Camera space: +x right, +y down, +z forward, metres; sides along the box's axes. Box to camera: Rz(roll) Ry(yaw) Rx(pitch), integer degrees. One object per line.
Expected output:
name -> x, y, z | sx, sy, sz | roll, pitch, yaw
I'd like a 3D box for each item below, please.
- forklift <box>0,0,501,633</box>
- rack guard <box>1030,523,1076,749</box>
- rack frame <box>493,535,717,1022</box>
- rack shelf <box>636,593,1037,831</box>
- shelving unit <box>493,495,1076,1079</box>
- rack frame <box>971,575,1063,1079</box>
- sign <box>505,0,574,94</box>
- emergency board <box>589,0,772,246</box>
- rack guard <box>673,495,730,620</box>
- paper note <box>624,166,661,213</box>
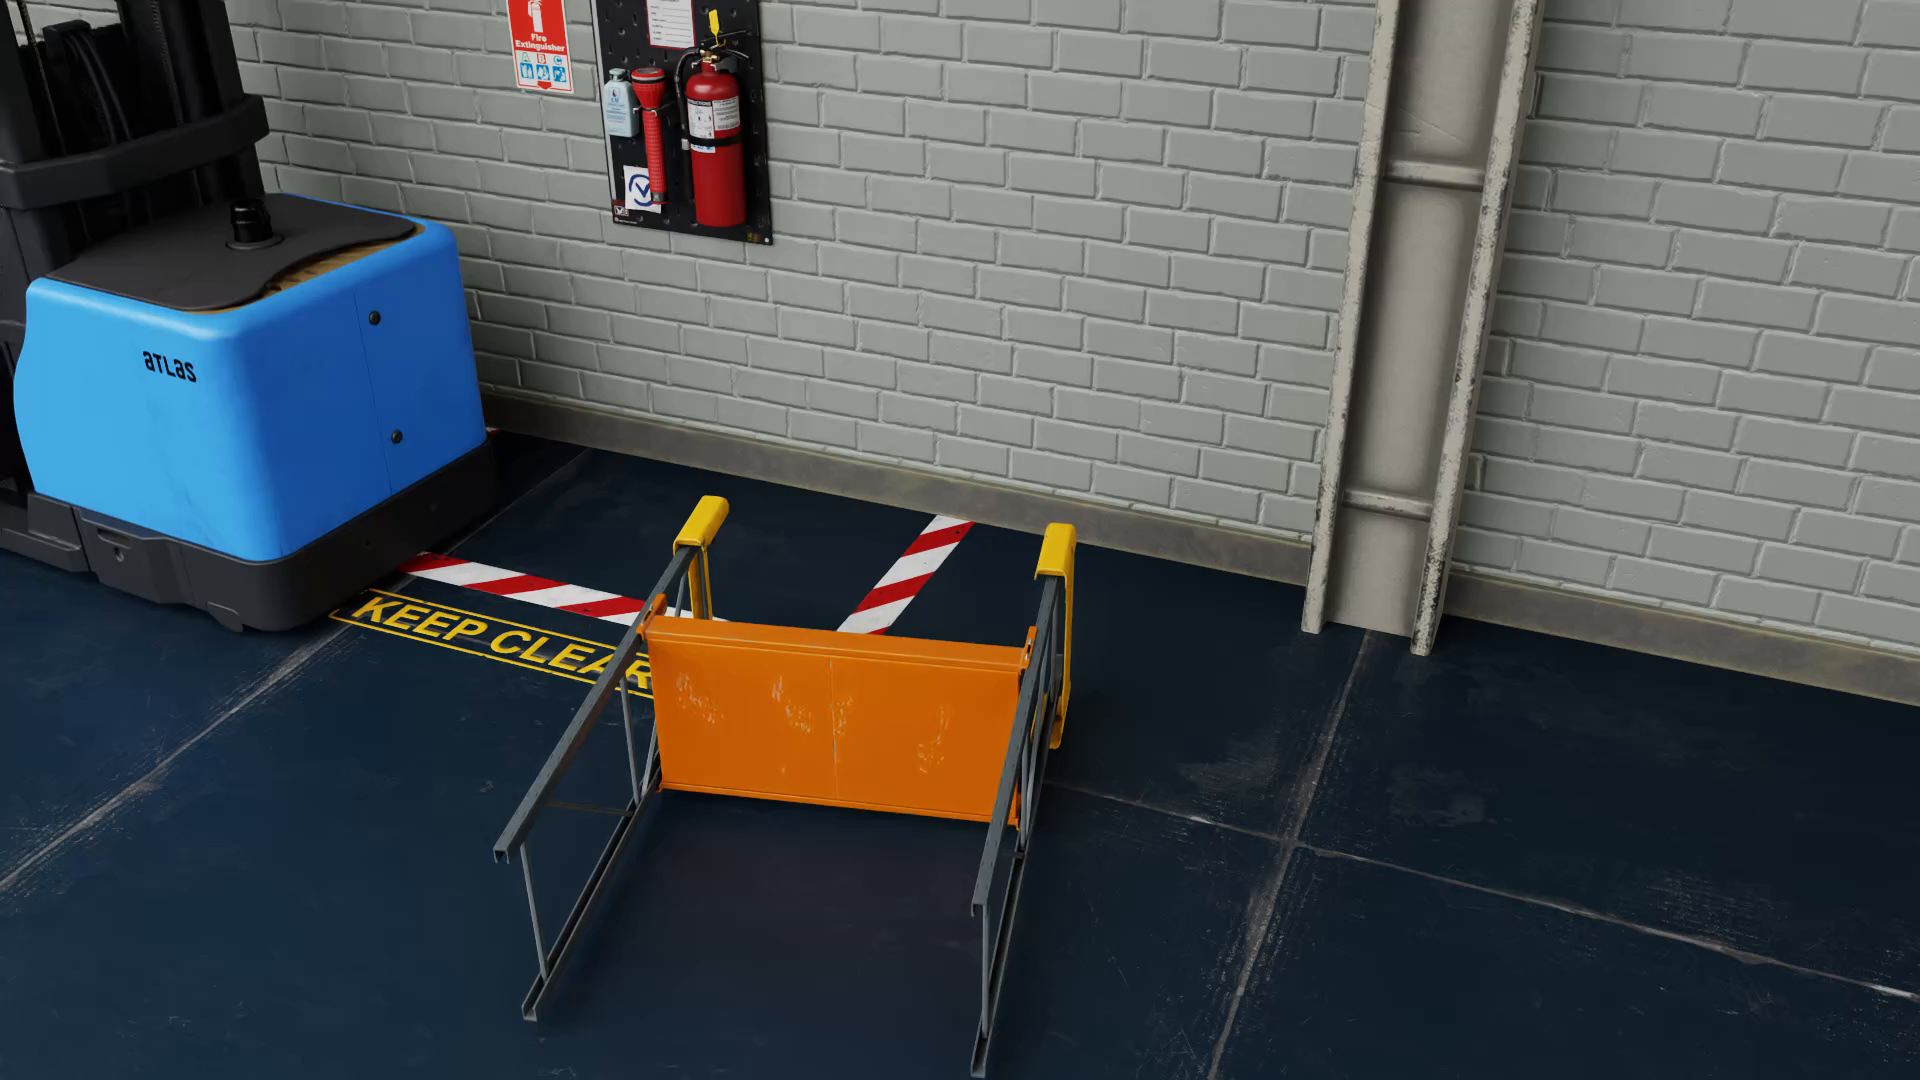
forklift -> -3.165, -1.487, 5.403 | 3.031, 2.935, 1.130 | 14, 33, 24
rack guard -> 0.261, 0.270, 4.644 | 0.087, 0.587, 0.250 | 5, 30, 8
rack frame -> -0.843, 0.495, 4.252 | 0.032, 0.500, 1.500 | 5, 30, 8
rack shelf -> -0.312, 0.448, 4.334 | 1.000, 0.538, 0.185 | 5, 30, 8
shelving unit -> -0.332, 0.537, 4.179 | 1.083, 0.587, 1.500 | 5, 30, 8
rack frame -> 0.161, 0.576, 4.108 | 0.032, 0.500, 1.500 | 5, 30, 8
sign -> -1.432, -1.693, 5.661 | 0.234, 0.329, 0.001 | 11, 31, 19
emergency board -> -0.958, -1.529, 5.406 | 0.643, 1.169, 0.194 | 11, 31, 19
rack guard -> -0.722, 0.191, 4.784 | 0.087, 0.587, 0.250 | 5, 30, 8
paper note -> -1.097, -1.209, 5.736 | 0.142, 0.148, 0.016 | 11, 31, 19
